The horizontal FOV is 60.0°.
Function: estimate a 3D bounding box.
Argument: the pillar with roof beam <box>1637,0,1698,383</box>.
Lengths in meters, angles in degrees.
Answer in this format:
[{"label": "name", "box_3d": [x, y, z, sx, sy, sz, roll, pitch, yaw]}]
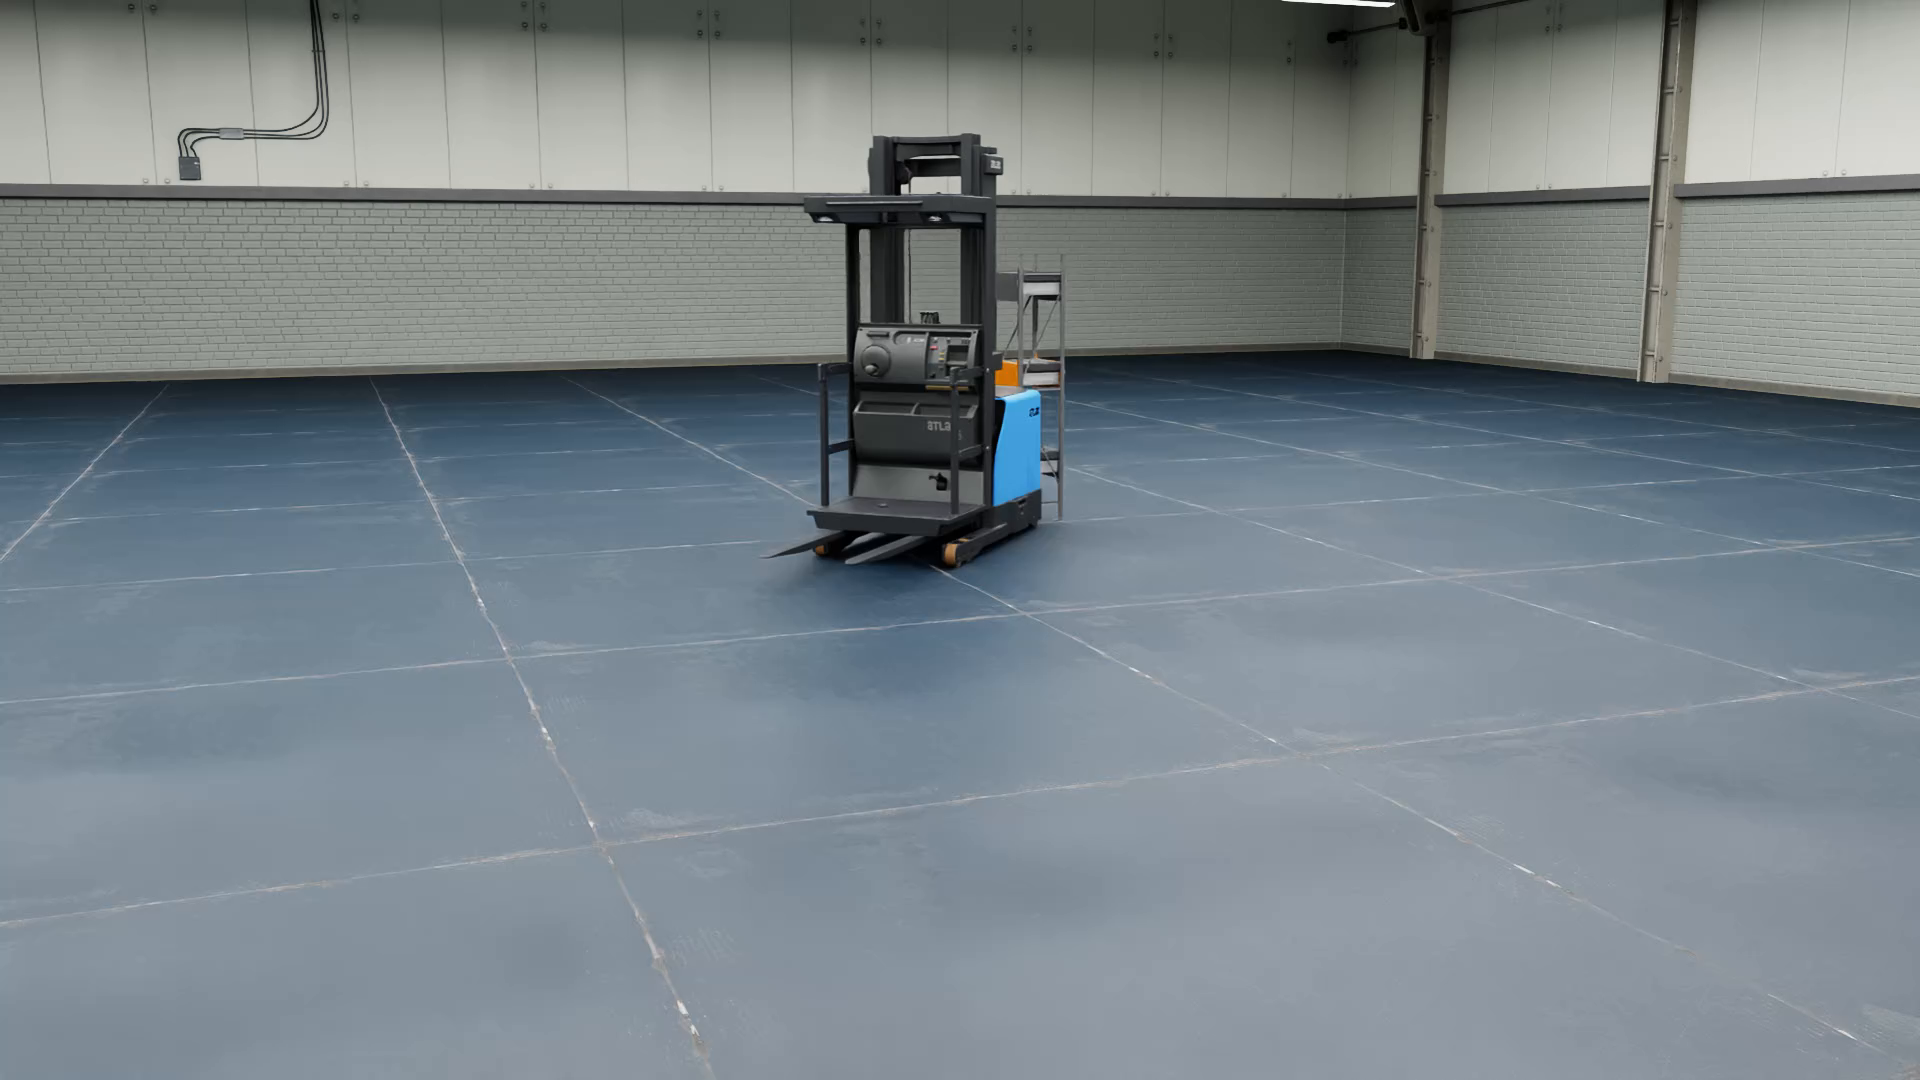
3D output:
[{"label": "pillar with roof beam", "box_3d": [7.120, -6.700, 24.390, 9.100, 9.000, 0.400, -4, 11, -21]}]

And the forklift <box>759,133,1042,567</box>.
[{"label": "forklift", "box_3d": [-0.393, -1.342, 11.593, 1.130, 2.935, 3.031, 4, 11, 22]}]

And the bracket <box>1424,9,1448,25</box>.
[{"label": "bracket", "box_3d": [8.778, -9.634, 30.609, 0.235, 0.232, 0.430, -4, 11, -21]}]

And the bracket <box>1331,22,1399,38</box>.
[{"label": "bracket", "box_3d": [7.832, -10.060, 33.003, 0.076, 0.066, 3.189, -4, 11, -21]}]

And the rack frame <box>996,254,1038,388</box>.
[{"label": "rack frame", "box_3d": [0.439, -1.258, 13.498, 0.400, 2.100, 0.015, -4, 11, -24]}]

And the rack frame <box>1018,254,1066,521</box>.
[{"label": "rack frame", "box_3d": [0.639, -1.180, 13.060, 0.400, 2.100, 0.015, -4, 11, -24]}]

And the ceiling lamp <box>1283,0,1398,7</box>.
[{"label": "ceiling lamp", "box_3d": [5.735, -9.881, 25.605, 2.000, 3.185, 0.800, -4, 11, -21]}]

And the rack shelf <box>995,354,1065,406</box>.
[{"label": "rack shelf", "box_3d": [0.539, -1.206, 13.282, 0.431, 0.518, 0.480, -4, 11, -24]}]

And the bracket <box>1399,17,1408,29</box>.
[{"label": "bracket", "box_3d": [8.477, -9.770, 31.371, 0.235, 0.232, 0.430, -4, 11, -21]}]

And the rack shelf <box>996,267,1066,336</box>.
[{"label": "rack shelf", "box_3d": [0.539, -1.895, 13.159, 0.431, 0.518, 0.480, -4, 11, -24]}]

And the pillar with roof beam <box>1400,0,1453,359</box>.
[{"label": "pillar with roof beam", "box_3d": [4.946, -7.679, 29.896, 9.100, 9.000, 0.548, -4, 11, -21]}]

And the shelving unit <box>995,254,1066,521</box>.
[{"label": "shelving unit", "box_3d": [0.539, -1.219, 13.279, 0.431, 2.100, 0.503, -4, 11, -24]}]

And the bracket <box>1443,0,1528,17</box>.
[{"label": "bracket", "box_3d": [9.711, -9.214, 28.245, 0.076, 0.066, 4.783, -4, 11, -21]}]

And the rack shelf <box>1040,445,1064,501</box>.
[{"label": "rack shelf", "box_3d": [0.539, -0.517, 13.404, 0.431, 0.518, 0.480, -4, 11, -24]}]

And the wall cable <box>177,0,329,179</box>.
[{"label": "wall cable", "box_3d": [-11.382, -8.792, 26.443, 2.305, 6.003, 0.169, -4, 11, -21]}]

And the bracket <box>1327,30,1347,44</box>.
[{"label": "bracket", "box_3d": [7.618, -10.157, 33.545, 0.235, 0.232, 0.430, -4, 11, -21]}]
